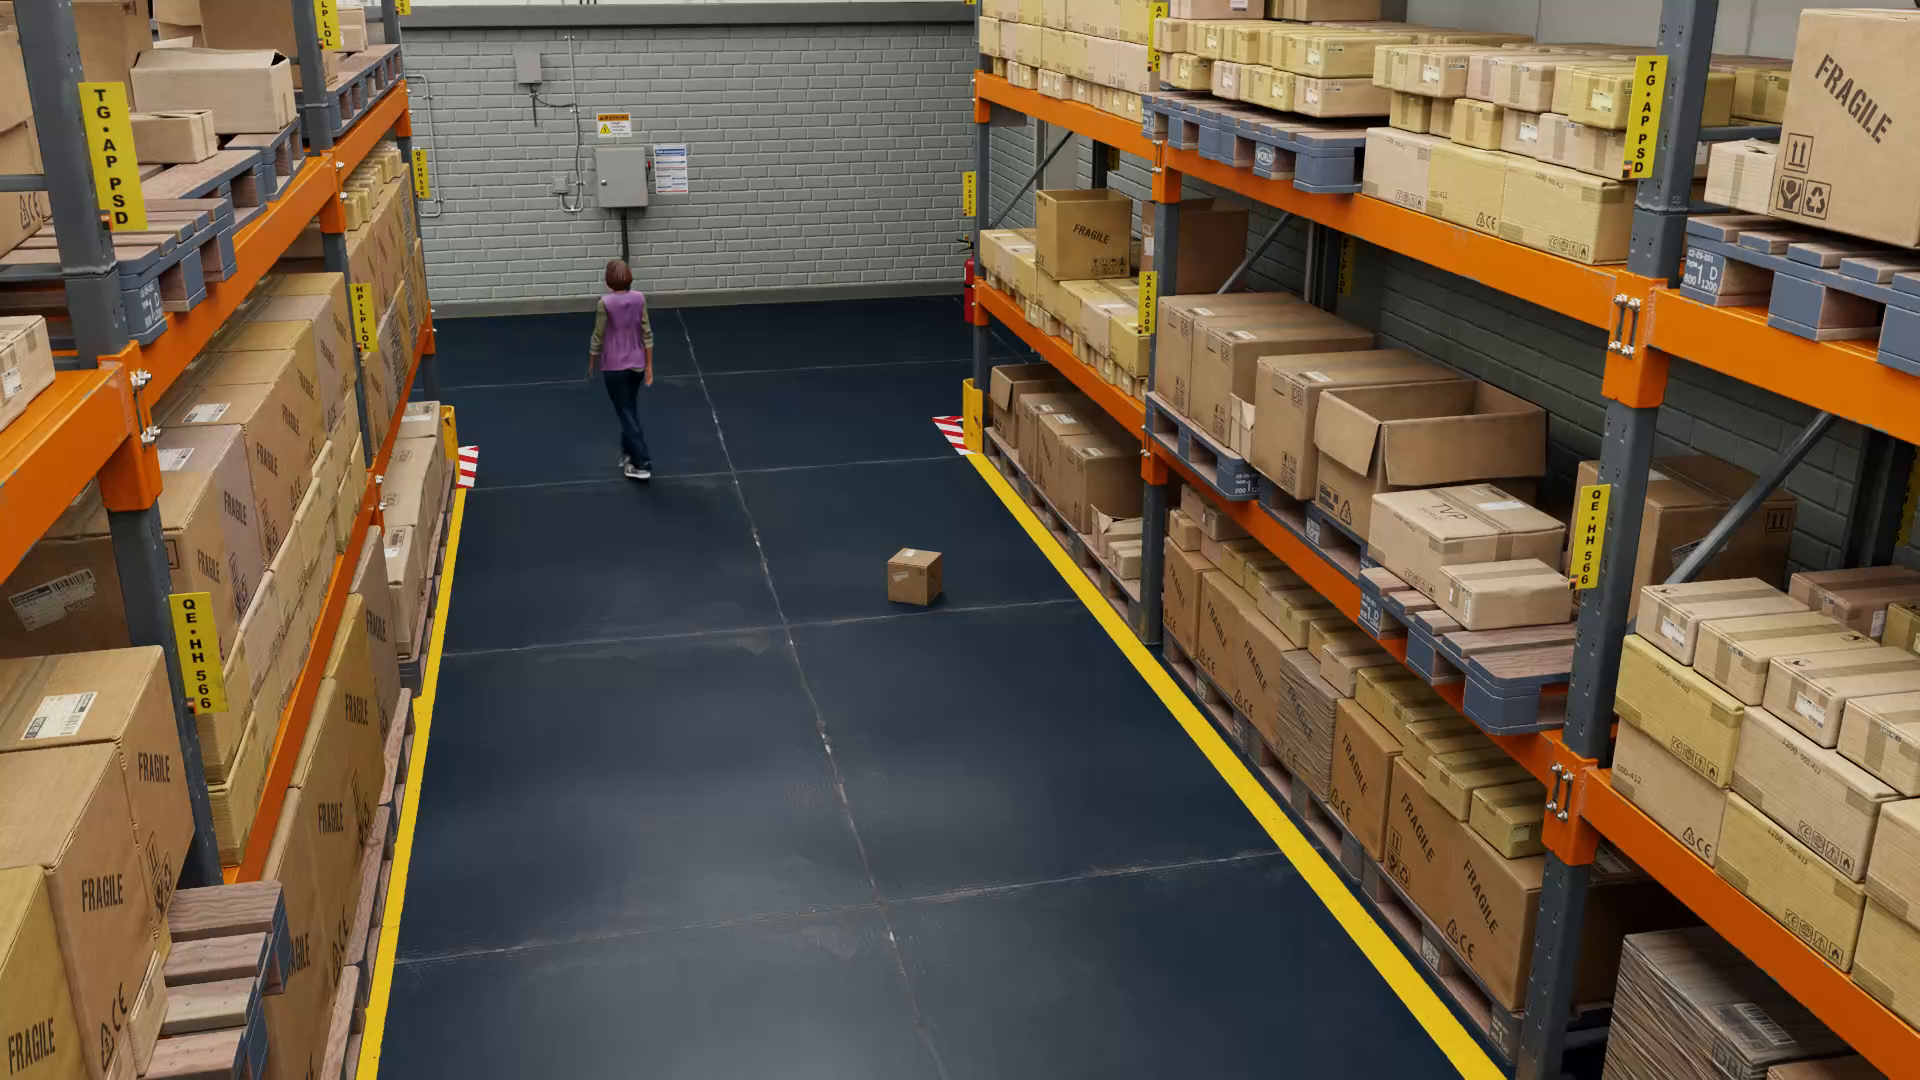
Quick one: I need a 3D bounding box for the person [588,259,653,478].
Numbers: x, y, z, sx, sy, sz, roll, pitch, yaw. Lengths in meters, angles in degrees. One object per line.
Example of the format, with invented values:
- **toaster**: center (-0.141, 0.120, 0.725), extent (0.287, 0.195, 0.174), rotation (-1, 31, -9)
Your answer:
- **person**: center (-2.447, -1.218, 11.970), extent (0.414, 1.638, 0.628), rotation (-16, 26, -38)
